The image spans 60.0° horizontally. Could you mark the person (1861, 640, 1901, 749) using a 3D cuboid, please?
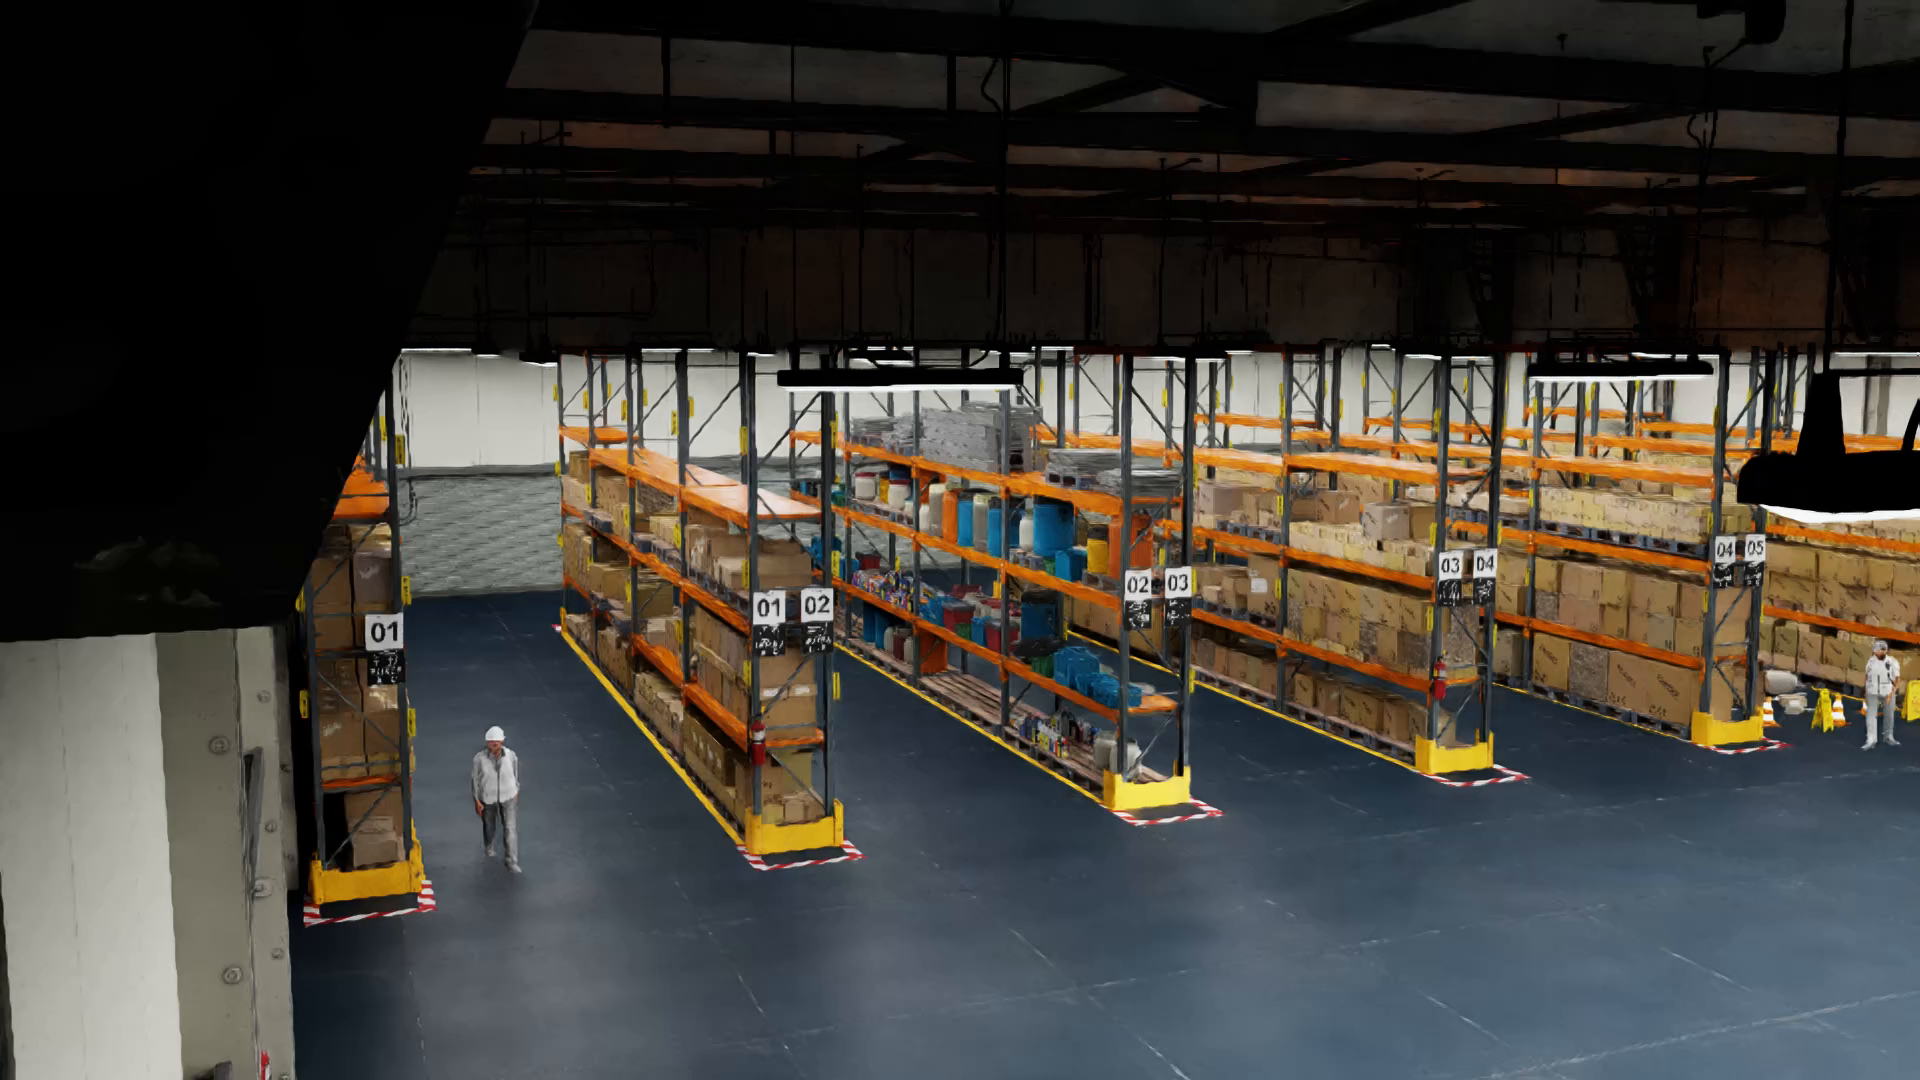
[{"bbox_3d":[13.968,2.325,25.176,0.518,1.649,0.688,6,9,39],"label":"person"}]

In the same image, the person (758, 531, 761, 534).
[{"bbox_3d":[-4.944,0.407,39.928,0.641,1.800,0.532,4,8,31],"label":"person"}]

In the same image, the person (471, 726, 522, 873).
[{"bbox_3d":[-5.447,3.008,19.515,0.543,1.700,1.115,-3,8,-19],"label":"person"}]
